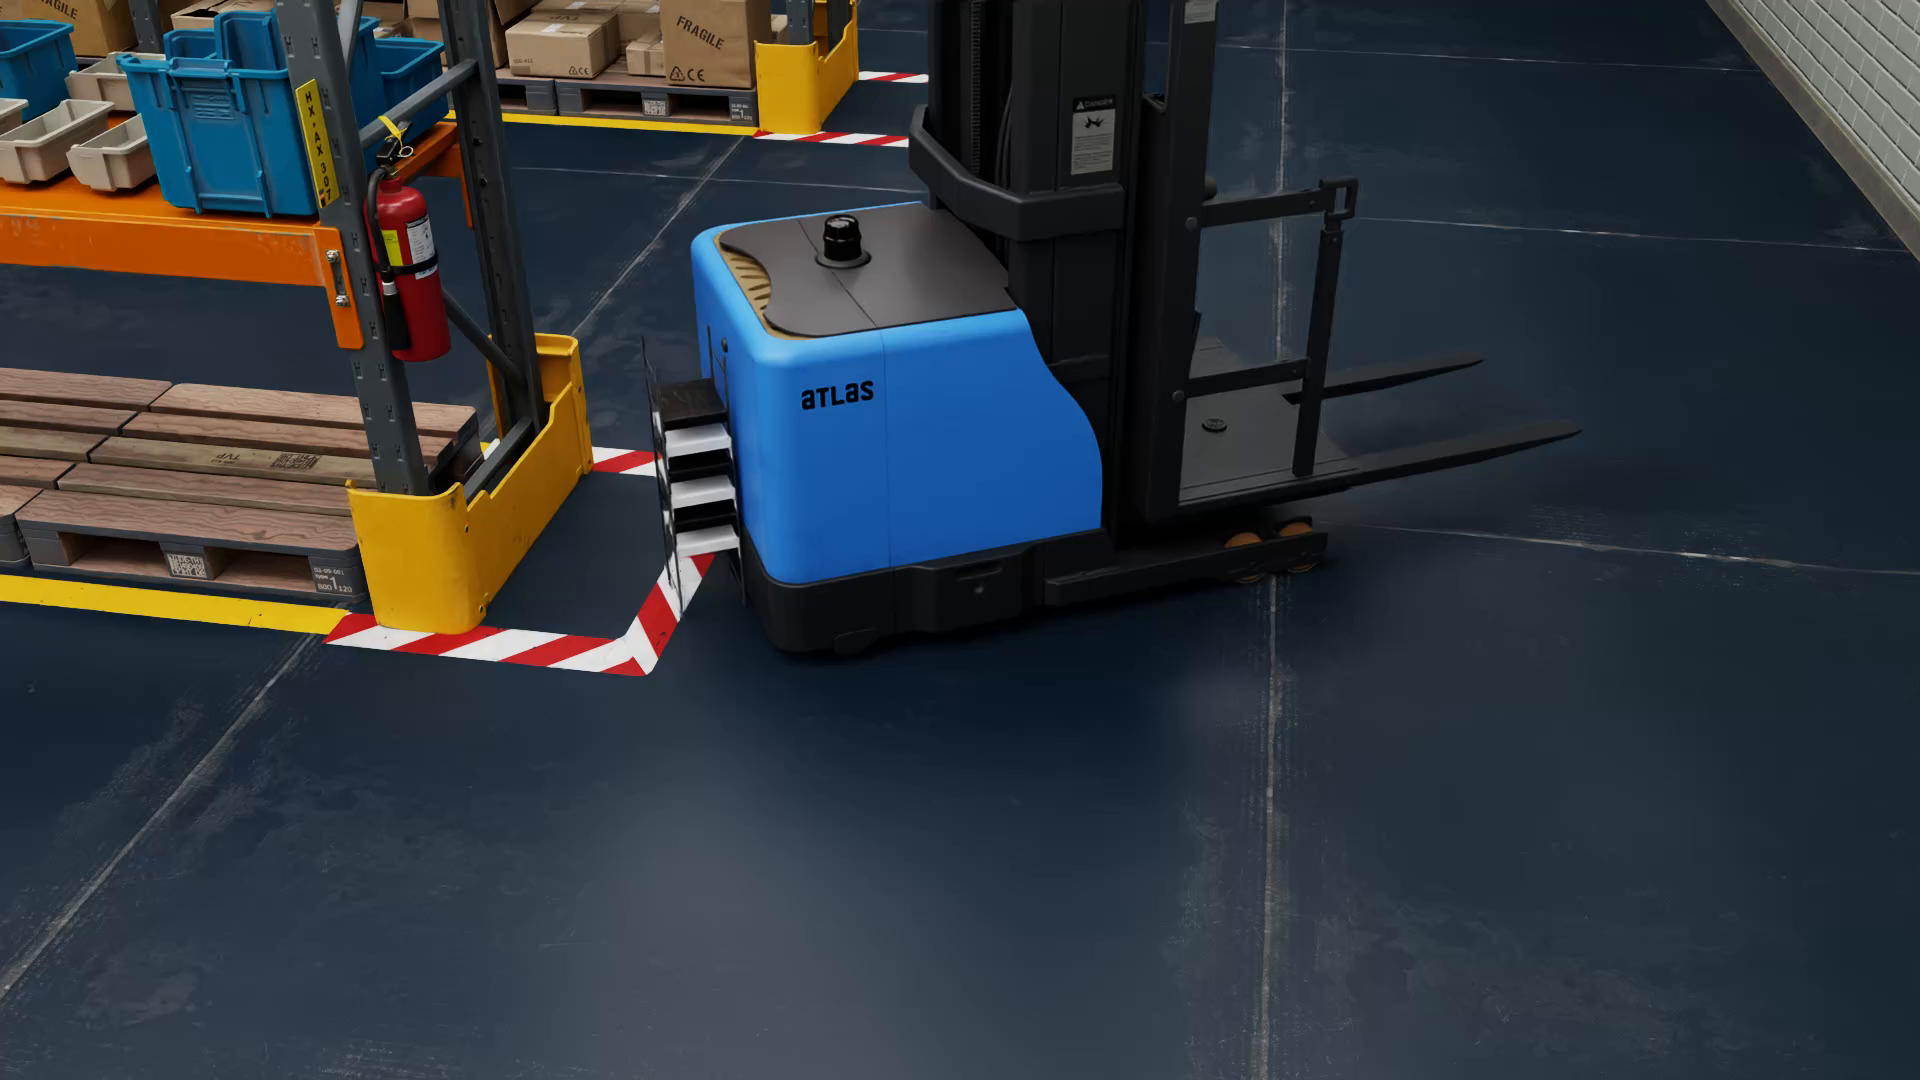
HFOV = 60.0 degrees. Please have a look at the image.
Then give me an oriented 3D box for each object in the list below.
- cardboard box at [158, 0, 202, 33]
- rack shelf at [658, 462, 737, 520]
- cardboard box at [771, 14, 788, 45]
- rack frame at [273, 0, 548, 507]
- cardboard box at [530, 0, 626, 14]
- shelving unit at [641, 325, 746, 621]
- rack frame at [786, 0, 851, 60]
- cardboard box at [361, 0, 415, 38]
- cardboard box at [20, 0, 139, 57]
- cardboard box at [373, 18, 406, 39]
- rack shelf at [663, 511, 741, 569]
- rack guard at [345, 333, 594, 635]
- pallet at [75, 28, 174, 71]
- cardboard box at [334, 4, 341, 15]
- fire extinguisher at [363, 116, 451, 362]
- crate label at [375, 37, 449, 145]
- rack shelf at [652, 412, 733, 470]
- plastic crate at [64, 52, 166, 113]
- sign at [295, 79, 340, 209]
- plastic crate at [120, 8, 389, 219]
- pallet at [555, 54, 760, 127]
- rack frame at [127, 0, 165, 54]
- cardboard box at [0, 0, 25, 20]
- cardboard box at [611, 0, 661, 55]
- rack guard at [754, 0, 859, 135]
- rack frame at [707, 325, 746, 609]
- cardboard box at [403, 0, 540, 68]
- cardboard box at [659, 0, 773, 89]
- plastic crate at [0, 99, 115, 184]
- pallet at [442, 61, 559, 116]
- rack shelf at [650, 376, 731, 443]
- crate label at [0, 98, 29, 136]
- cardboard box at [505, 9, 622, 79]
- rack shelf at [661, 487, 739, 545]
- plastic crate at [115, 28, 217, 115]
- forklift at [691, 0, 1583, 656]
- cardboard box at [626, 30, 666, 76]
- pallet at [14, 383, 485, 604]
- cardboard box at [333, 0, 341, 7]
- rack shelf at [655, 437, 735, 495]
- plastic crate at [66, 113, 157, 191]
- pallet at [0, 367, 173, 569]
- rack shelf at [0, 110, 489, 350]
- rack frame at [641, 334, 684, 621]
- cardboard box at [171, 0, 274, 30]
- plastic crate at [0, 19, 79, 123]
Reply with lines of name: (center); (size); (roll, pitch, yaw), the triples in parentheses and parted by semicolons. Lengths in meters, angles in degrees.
cardboard box: (-5.189, -3.527, 10.499); (0.500, 0.500, 0.500); (4, 32, 6)
rack shelf: (-0.831, -0.173, 5.241); (0.200, 0.077, 0.258); (-11, 34, -16)
cardboard box: (-1.165, -3.068, 10.096); (0.250, 0.149, 0.380); (5, 32, 8)
rack frame: (-1.647, -1.282, 4.971); (0.127, 3.000, 1.000); (5, 32, 8)
cardboard box: (-2.284, -3.180, 10.179); (0.500, 0.250, 0.500); (5, 32, 8)
shelving unit: (-0.831, -0.201, 5.223); (0.210, 0.900, 0.258); (-11, 34, -16)
rack frame: (-0.810, -3.872, 9.109); (0.127, 3.000, 1.000); (5, 32, 8)
cardboard box: (-3.405, -3.307, 10.325); (0.500, 0.311, 0.500); (5, 32, 8)
cardboard box: (-5.288, -3.251, 10.057); (0.500, 0.500, 0.500); (5, 32, 8)
cardboard box: (-3.521, -2.992, 9.959); (0.250, 0.166, 0.380); (5, 32, 8)
rack shelf: (-0.831, -0.020, 5.336); (0.200, 0.077, 0.258); (-11, 34, -16)
rack guard: (-1.621, -0.227, 5.642); (0.348, 0.500, 1.175); (5, 32, 8)
pallet: (-5.561, -3.100, 10.504); (1.213, 0.211, 1.003); (5, 32, 8)
cardboard box: (-3.764, -3.303, 10.472); (0.250, 0.149, 0.380); (5, 32, 8)
fire extinguisher: (-1.575, -0.840, 4.689); (0.183, 0.674, 0.296); (5, 32, 8)
crate label: (-1.835, -1.431, 5.310); (0.303, 0.233, 0.416); (5, 32, 8)
rack shelf: (-0.831, -0.325, 5.145); (0.200, 0.077, 0.258); (-11, 34, -16)
plastic crate: (-2.806, -1.522, 5.547); (0.298, 0.136, 0.250); (5, 32, 8)
sign: (-1.724, -1.062, 4.466); (0.005, 0.325, 0.100); (5, 32, 8)
plastic crate: (-2.009, -1.255, 4.838); (0.499, 0.435, 0.616); (5, 32, 8)
pallet: (-1.671, -2.768, 9.973); (1.213, 0.211, 1.003); (5, 32, 8)
rack frame: (-4.753, -4.229, 9.680); (0.127, 3.000, 1.000); (5, 32, 8)
cardboard box: (-5.774, -3.299, 10.135); (0.500, 0.500, 0.500); (5, 32, 8)
cardboard box: (-1.791, -3.135, 10.108); (0.500, 0.250, 0.500); (5, 32, 8)
rack guard: (-0.885, -2.820, 9.784); (0.348, 0.500, 1.175); (5, 32, 8)
rack frame: (-0.736, -0.219, 5.251); (0.006, 0.900, 0.240); (-11, 34, -16)
cardboard box: (-2.900, -3.193, 9.962); (0.637, 0.503, 0.797); (5, 32, 8)
cardboard box: (-1.388, -2.919, 9.528); (0.500, 0.500, 0.500); (5, 32, 8)
plastic crate: (-2.765, -1.207, 5.044); (0.243, 0.136, 0.396); (5, 32, 8)
pallet: (-2.870, -2.878, 10.149); (1.213, 0.211, 1.003); (5, 32, 8)
rack shelf: (-0.831, -0.402, 5.097); (0.200, 0.077, 0.258); (-11, 34, -16)
crate label: (-3.044, -1.219, 5.063); (0.243, 0.136, 0.396); (5, 32, 8)
cardboard box: (-2.319, -2.914, 9.755); (0.500, 0.250, 0.500); (5, 32, 8)
rack shelf: (-0.831, -0.097, 5.288); (0.200, 0.077, 0.258); (-11, 34, -16)
plastic crate: (-2.484, -1.490, 5.404); (0.300, 0.233, 0.416); (5, 32, 8)
forklift: (0.700, -1.352, 5.147); (3.031, 2.935, 1.130); (-11, 34, -16)
cardboard box: (-1.772, -2.861, 9.749); (0.250, 0.166, 0.380); (5, 32, 8)
pallet: (-2.454, -0.194, 5.861); (1.213, 0.211, 1.003); (5, 32, 8)
cardboard box: (-4.144, -3.454, 10.382); (0.500, 0.500, 0.500); (5, 32, 8)
rack shelf: (-0.831, -0.249, 5.193); (0.200, 0.077, 0.258); (-11, 34, -16)
plastic crate: (-2.482, -1.174, 4.990); (0.243, 0.136, 0.396); (5, 32, 8)
pallet: (-3.653, -0.304, 6.037); (1.213, 0.211, 1.003); (5, 32, 8)
rack shelf: (-3.619, -1.156, 5.447); (4.000, 0.370, 1.077); (5, 32, 8)
rack frame: (-0.927, -0.183, 5.194); (0.006, 0.900, 0.240); (-11, 34, -16)
cardboard box: (-4.376, -3.126, 10.036); (0.500, 0.311, 0.500); (5, 32, 8)
plastic crate: (-3.133, -1.548, 5.498); (0.300, 0.233, 0.416); (5, 32, 8)
